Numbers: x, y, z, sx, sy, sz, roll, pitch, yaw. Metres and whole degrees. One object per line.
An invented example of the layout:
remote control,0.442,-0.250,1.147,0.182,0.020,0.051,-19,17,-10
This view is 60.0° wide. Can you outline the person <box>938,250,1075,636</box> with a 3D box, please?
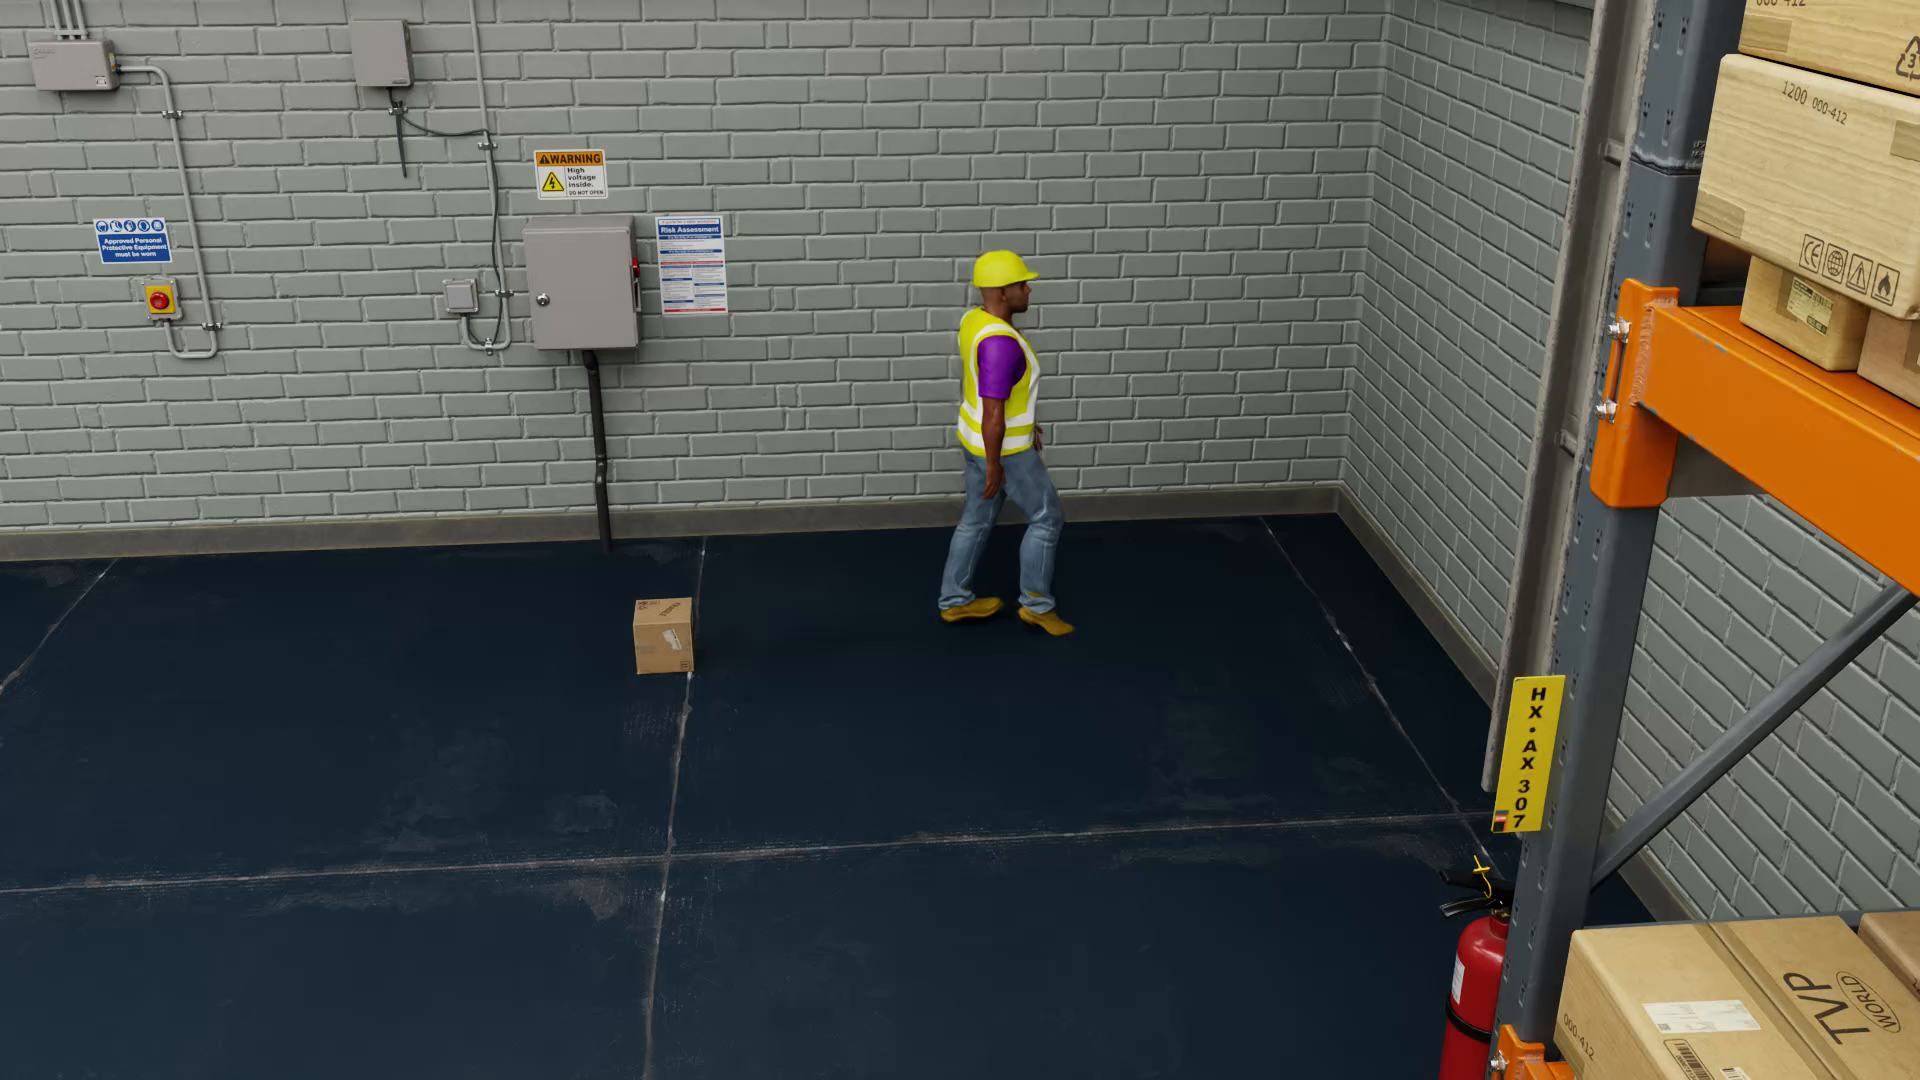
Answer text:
person,0.205,-0.408,7.537,0.628,1.824,0.582,-6,24,-14
